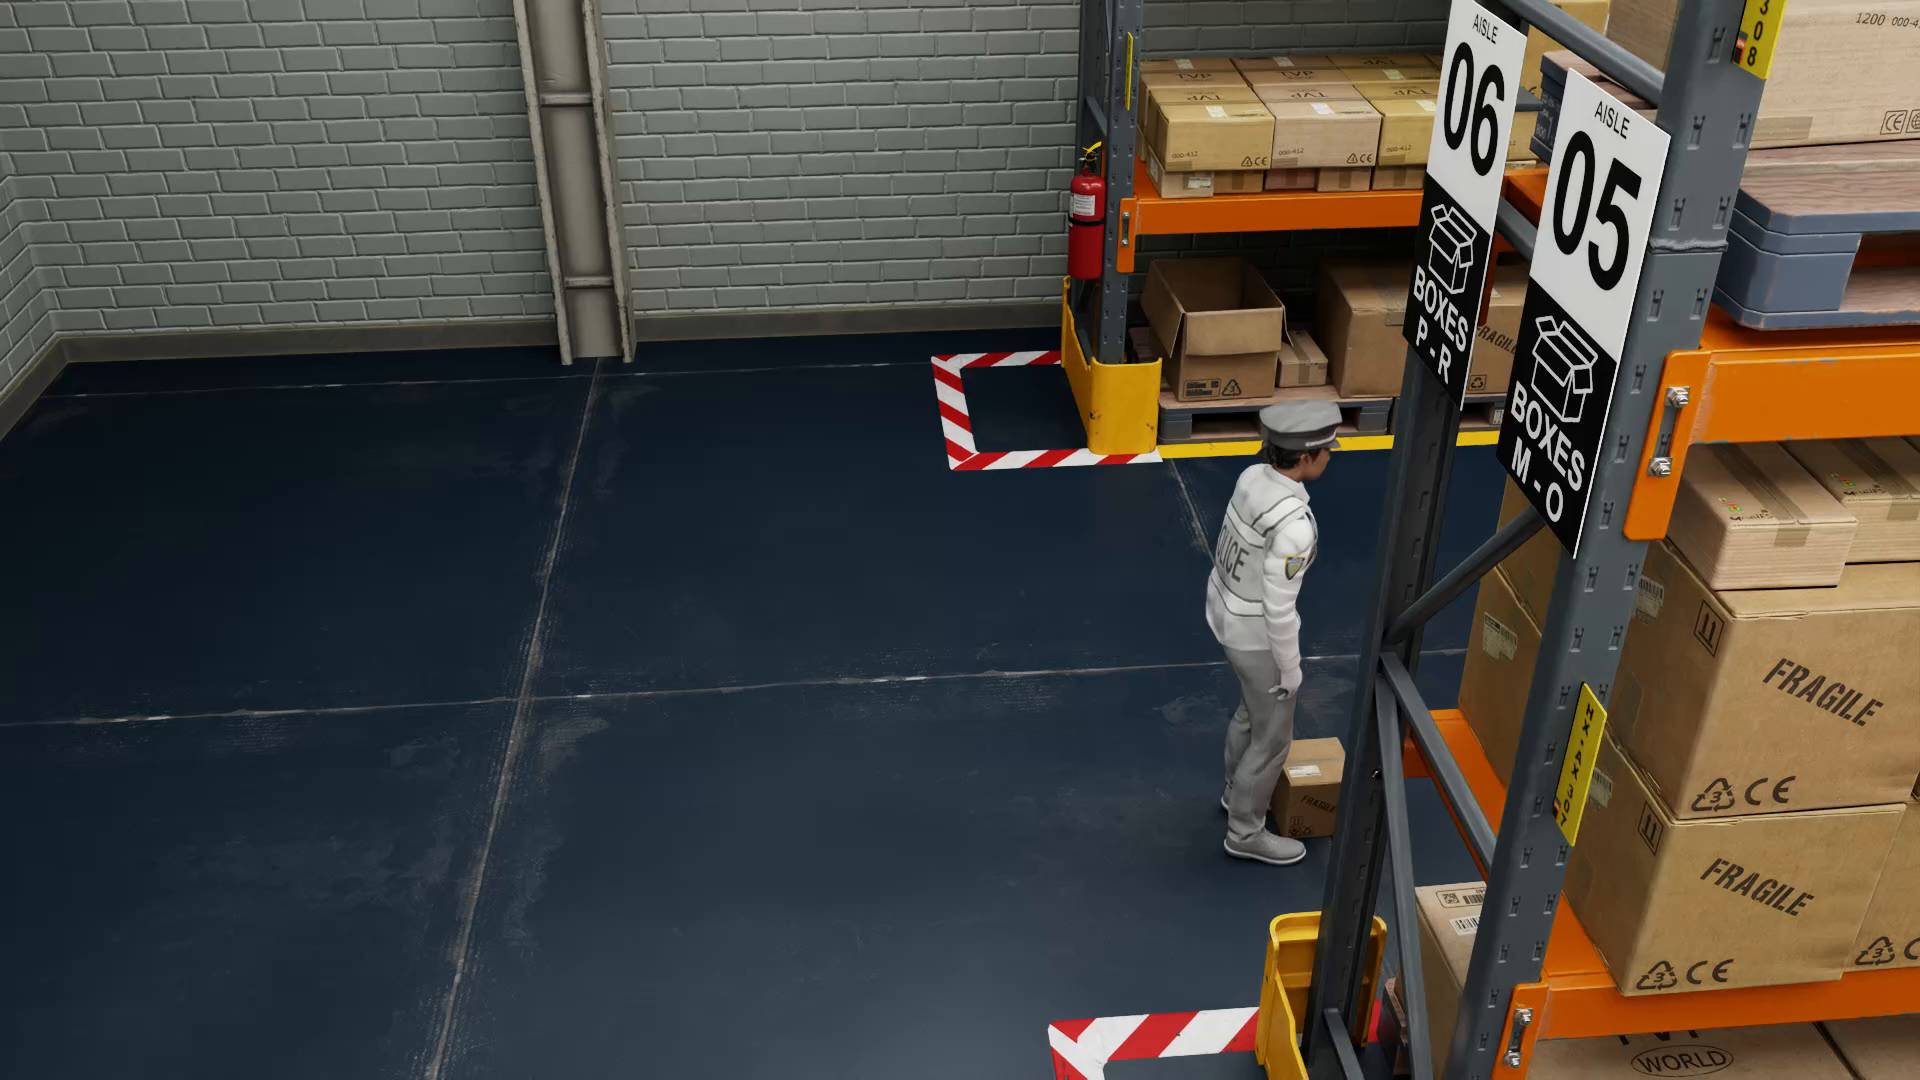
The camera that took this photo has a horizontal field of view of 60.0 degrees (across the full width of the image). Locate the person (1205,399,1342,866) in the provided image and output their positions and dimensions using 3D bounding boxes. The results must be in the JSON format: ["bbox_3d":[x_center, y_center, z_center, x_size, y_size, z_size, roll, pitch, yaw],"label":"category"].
[{"bbox_3d":[1.047,0.307,5.626,0.414,1.662,0.531,-4,32,-7],"label":"person"}]
